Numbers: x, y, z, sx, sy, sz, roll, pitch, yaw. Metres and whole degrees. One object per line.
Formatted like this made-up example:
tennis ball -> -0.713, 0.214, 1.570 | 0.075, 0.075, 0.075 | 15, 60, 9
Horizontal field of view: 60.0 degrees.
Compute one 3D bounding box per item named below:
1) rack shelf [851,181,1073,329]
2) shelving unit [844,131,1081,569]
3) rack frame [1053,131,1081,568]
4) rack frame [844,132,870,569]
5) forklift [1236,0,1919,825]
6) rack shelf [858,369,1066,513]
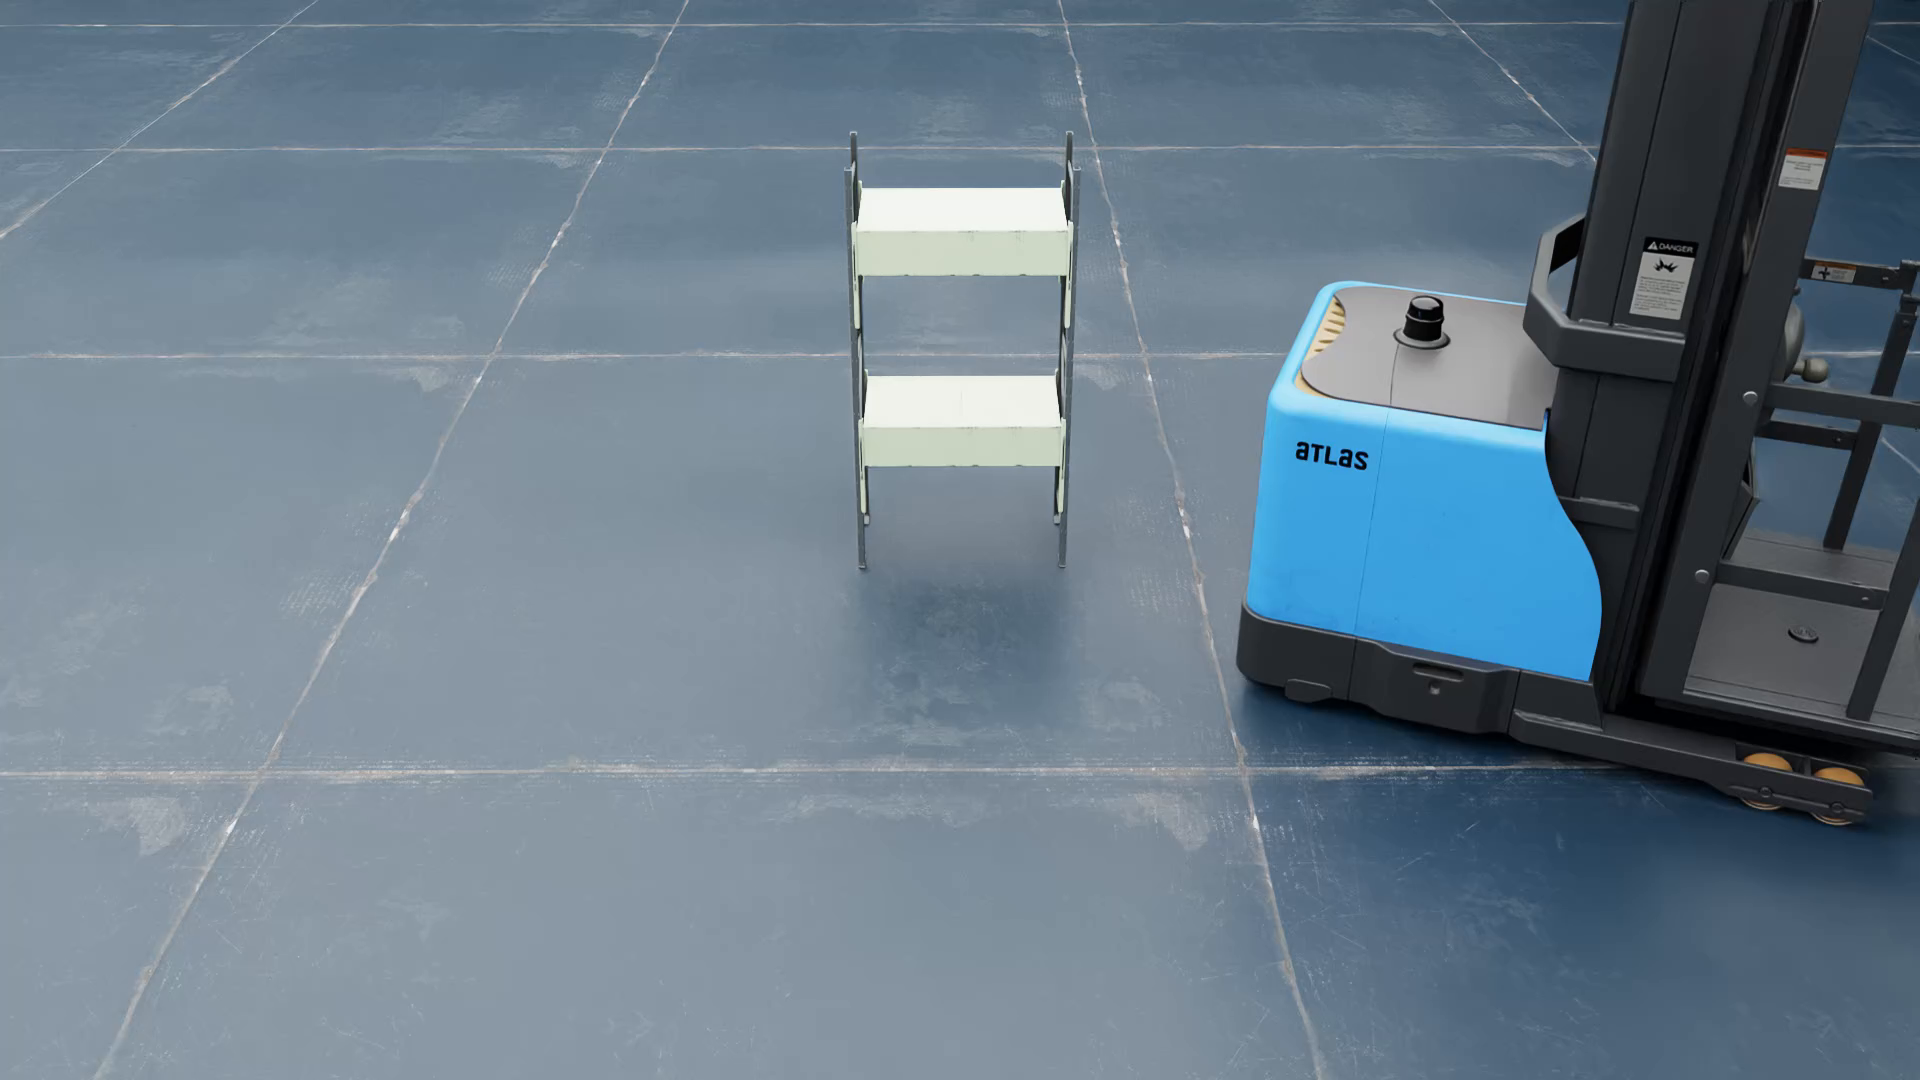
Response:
rack shelf -> 0.007, -0.975, 5.659 | 0.720, 0.370, 0.431 | 0, 31, 0
shelving unit -> 0.007, -0.641, 5.861 | 0.755, 1.500, 0.431 | 0, 31, 0
rack frame -> 0.373, -0.642, 5.863 | 0.023, 1.500, 0.400 | 0, 31, 0
rack frame -> -0.359, -0.640, 5.859 | 0.023, 1.500, 0.400 | 0, 31, 0
forklift -> 2.475, -0.730, 4.628 | 3.031, 2.935, 1.130 | 11, 33, 17
rack shelf -> 0.007, -0.363, 6.030 | 0.720, 0.370, 0.431 | 0, 31, 0
